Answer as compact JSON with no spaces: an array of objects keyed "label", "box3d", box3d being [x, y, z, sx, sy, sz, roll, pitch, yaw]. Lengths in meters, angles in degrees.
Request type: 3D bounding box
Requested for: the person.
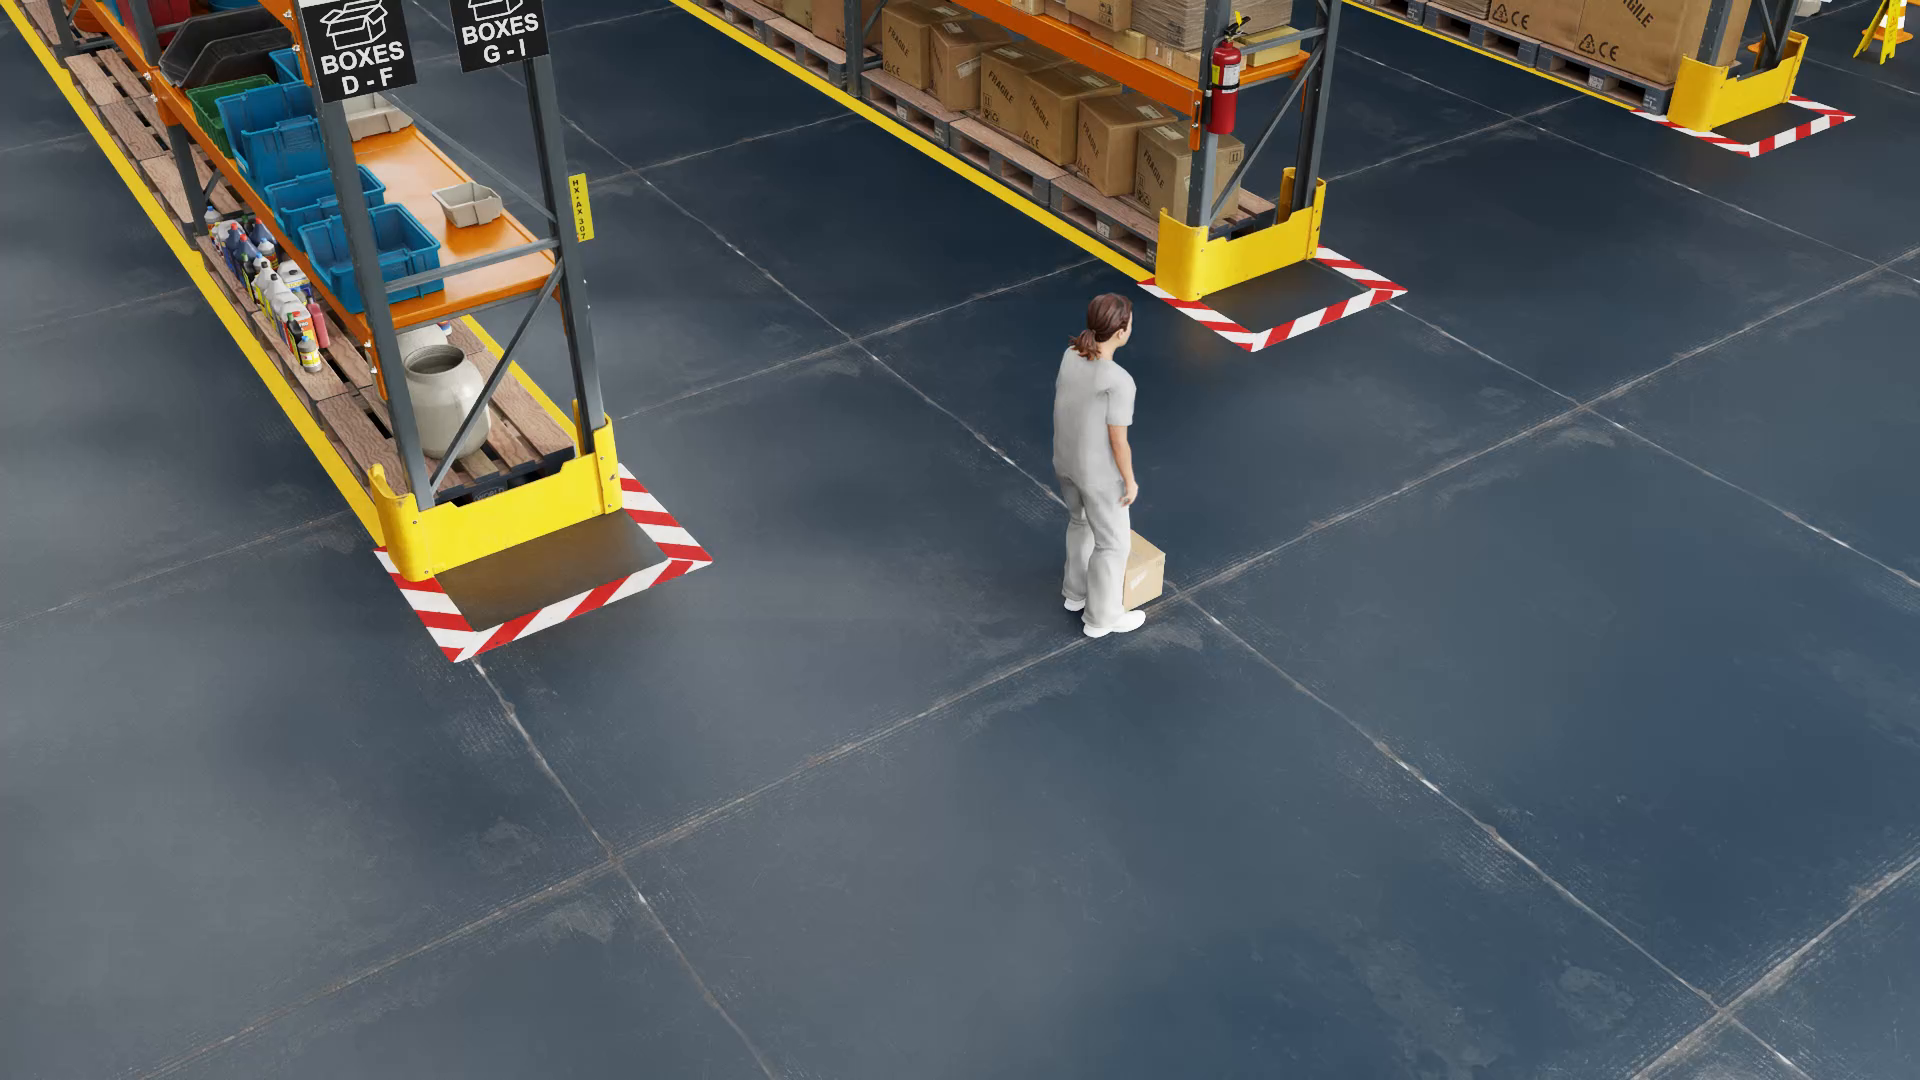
[{"label":"person","box3d":[0.628,-0.334,7.465,0.413,1.659,0.487,-24,43,-29]}]
